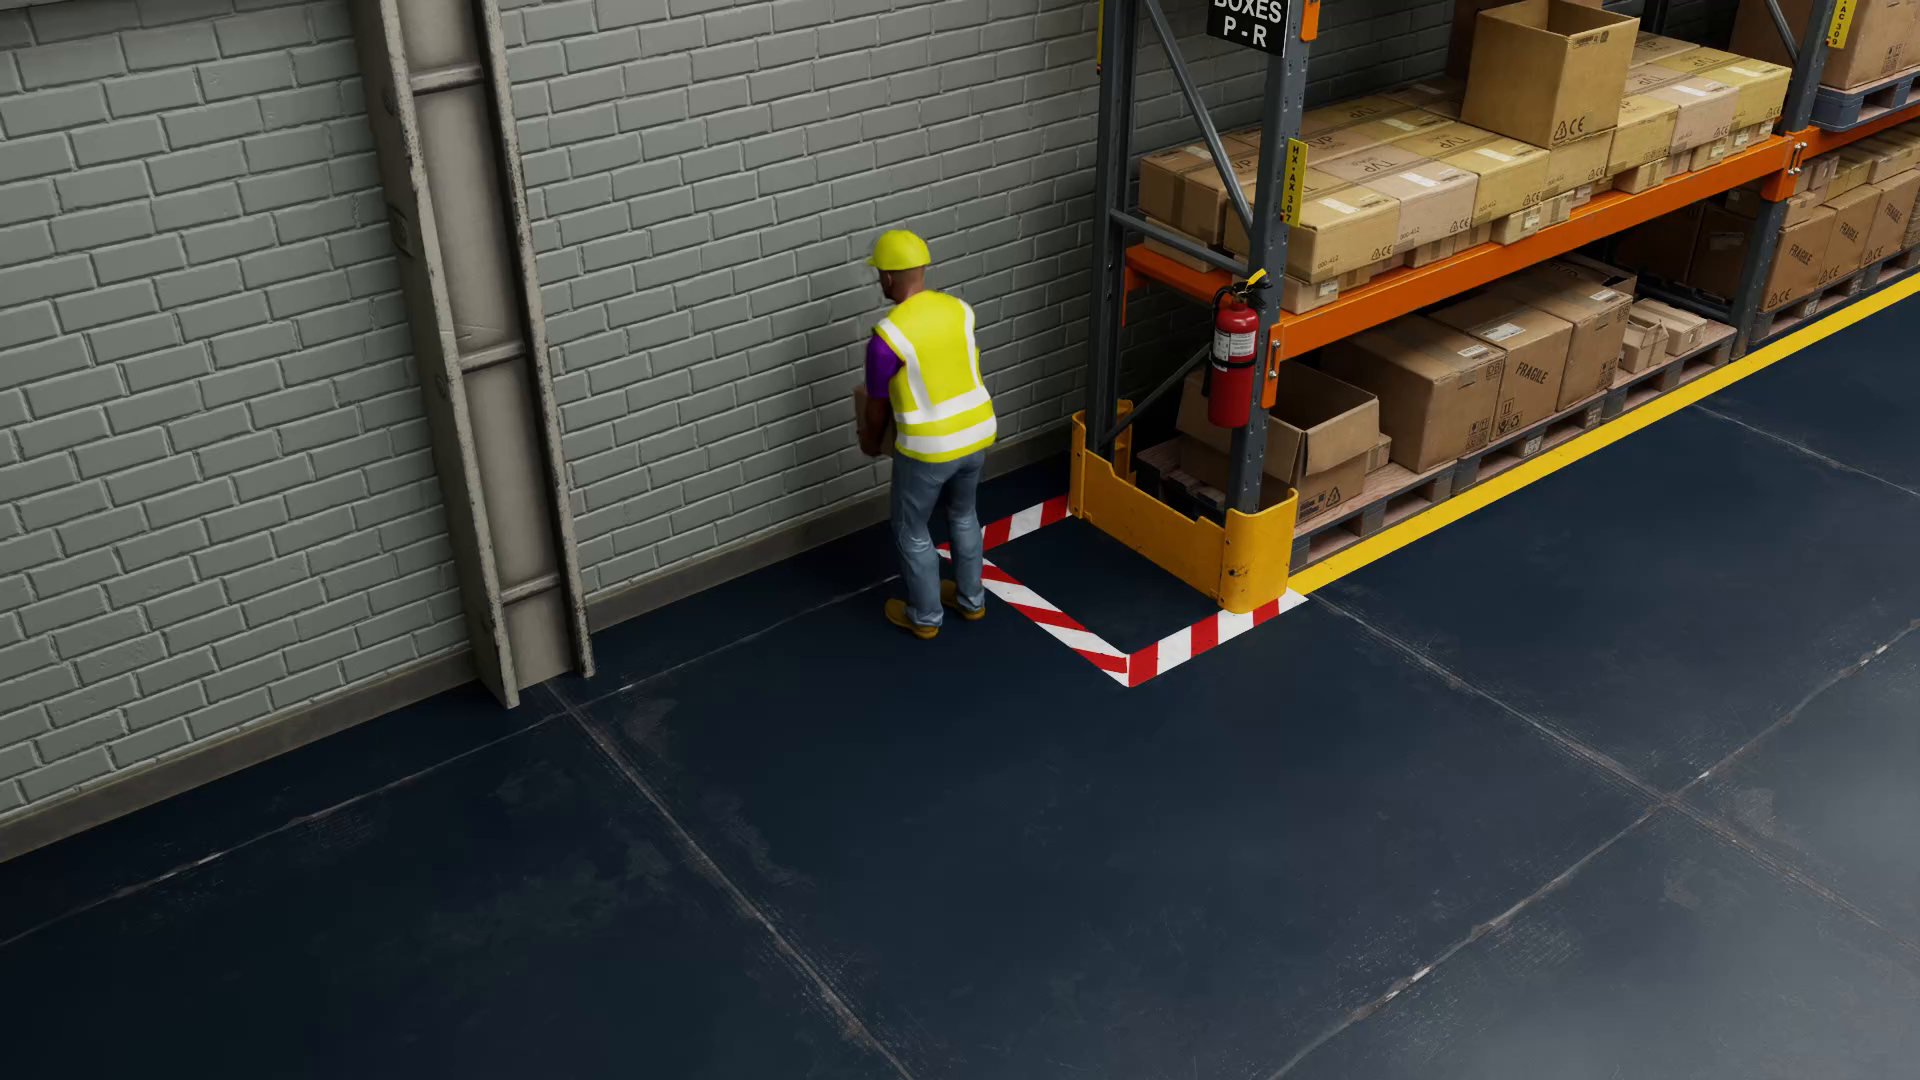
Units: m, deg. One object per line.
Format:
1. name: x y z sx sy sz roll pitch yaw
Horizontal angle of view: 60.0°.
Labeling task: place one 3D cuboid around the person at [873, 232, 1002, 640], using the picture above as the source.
1. person: -0.107 -0.405 6.773 0.626 1.755 0.463 -24 39 -33
